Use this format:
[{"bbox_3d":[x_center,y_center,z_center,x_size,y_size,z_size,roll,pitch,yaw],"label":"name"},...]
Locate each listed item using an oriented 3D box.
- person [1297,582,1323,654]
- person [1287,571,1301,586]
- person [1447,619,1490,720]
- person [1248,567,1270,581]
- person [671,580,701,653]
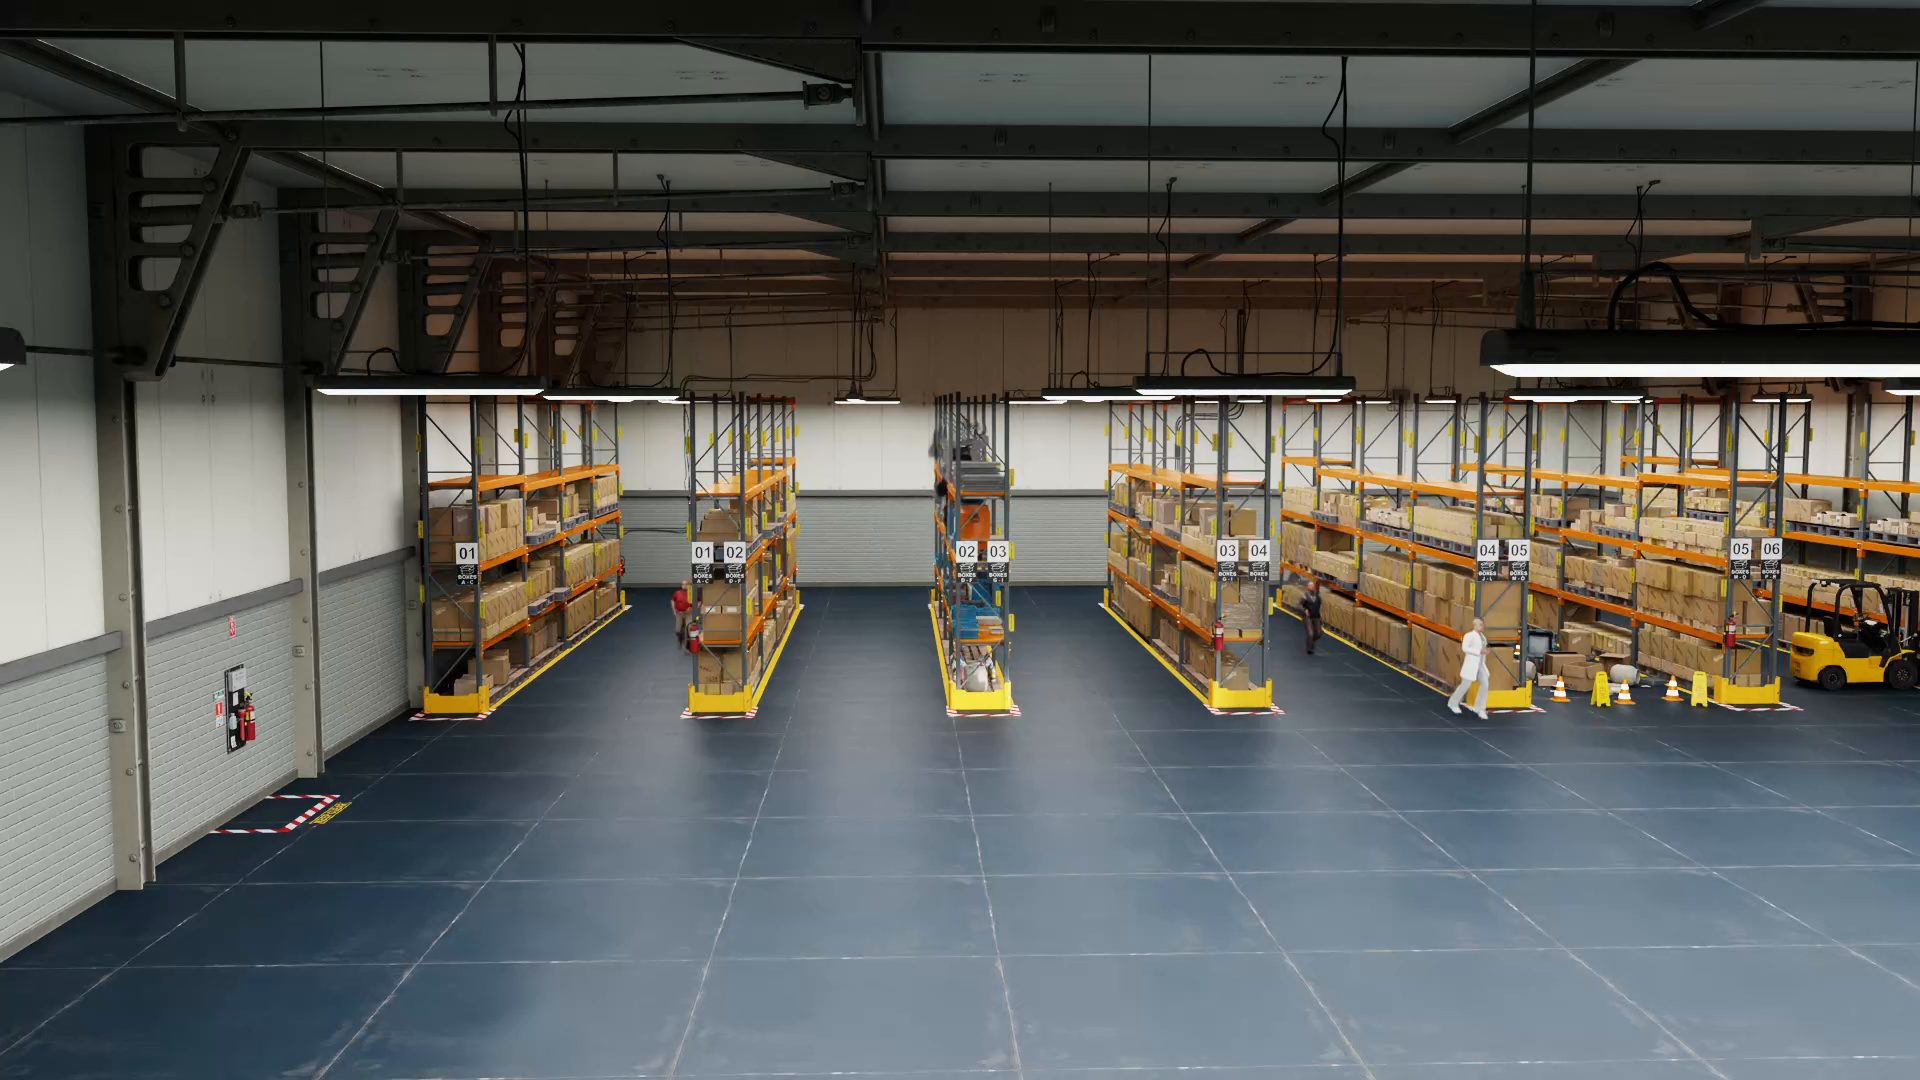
[{"bbox_3d":[8.122,1.807,38.439,0.655,1.673,0.604,-1,5,-9],"label":"person"},{"bbox_3d":[9.861,0.950,49.083,0.867,1.638,0.644,2,5,22],"label":"person"},{"bbox_3d":[9.507,2.363,30.796,0.723,1.817,0.870,-3,6,-35],"label":"person"},{"bbox_3d":[8.190,1.197,45.483,0.683,1.731,0.754,0,5,-2],"label":"person"},{"bbox_3d":[-6.384,1.788,38.604,0.710,1.689,0.563,0,5,2],"label":"person"}]
